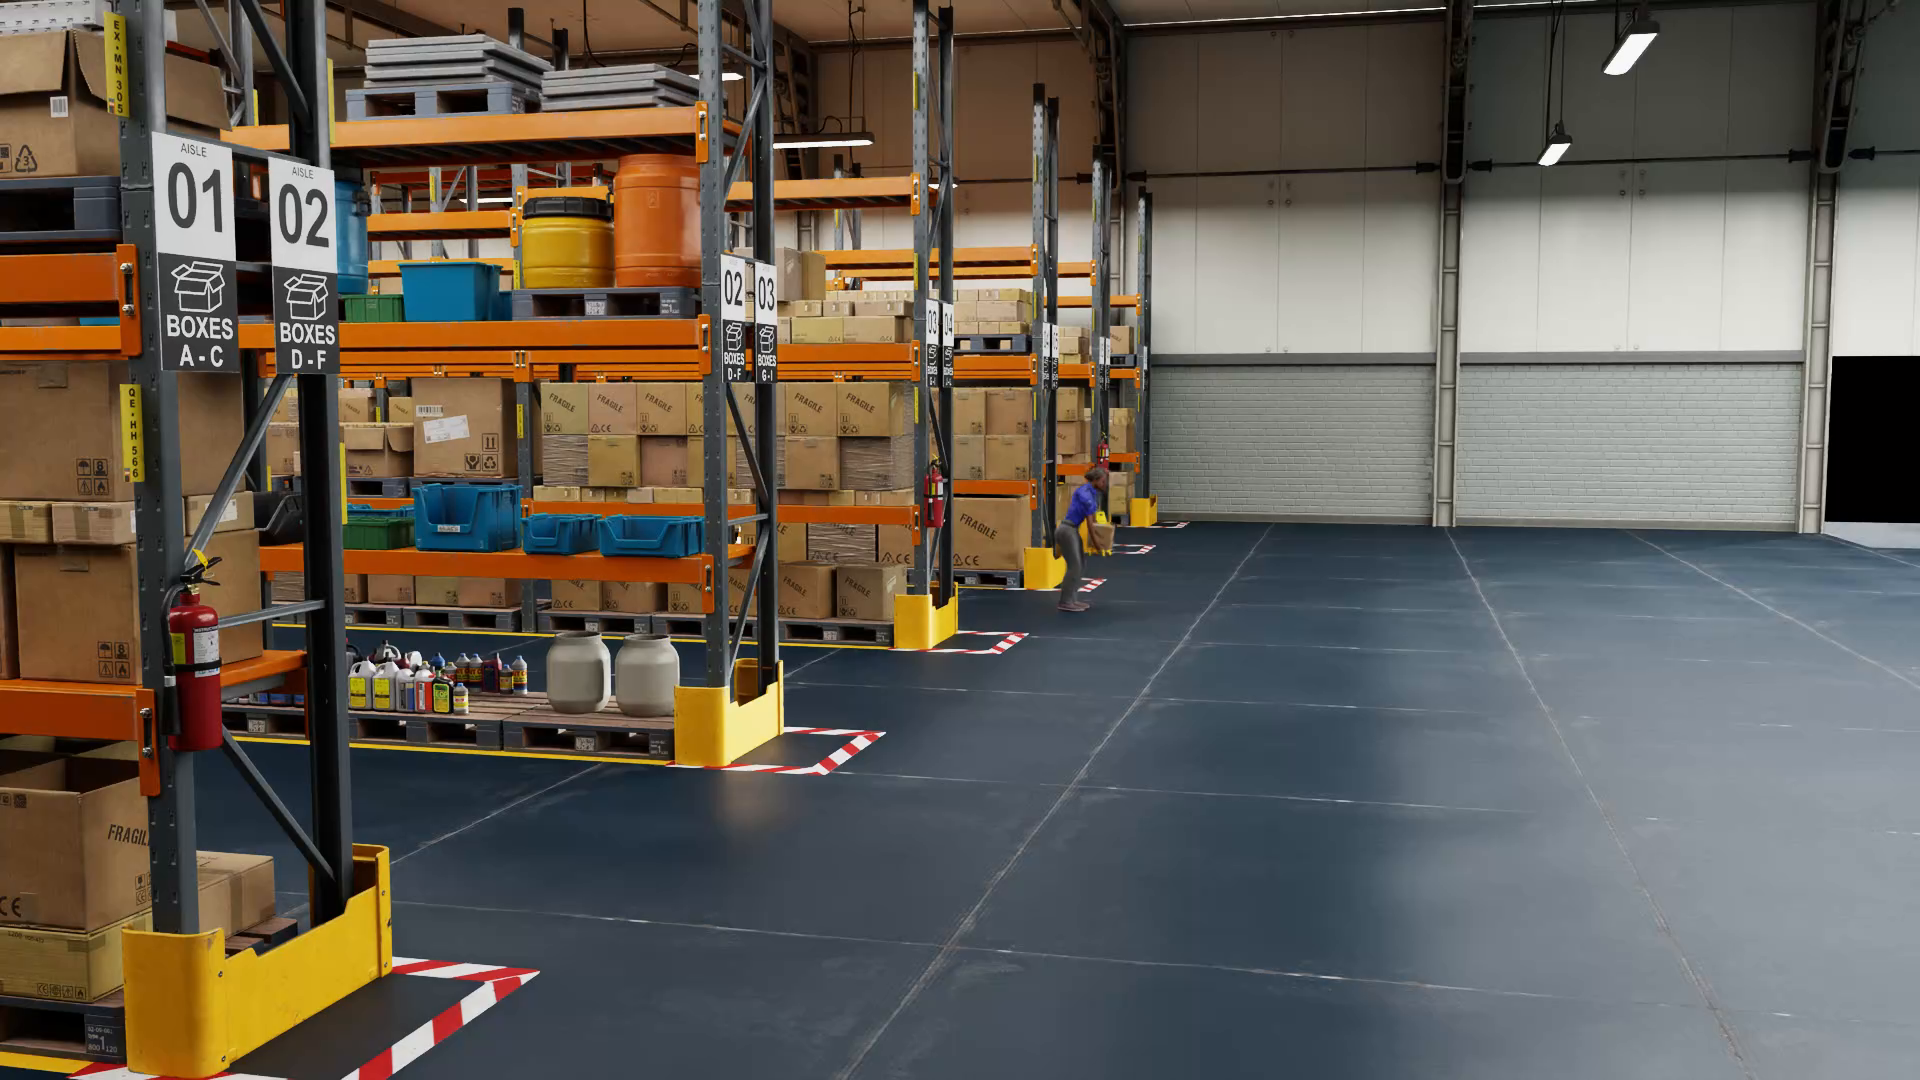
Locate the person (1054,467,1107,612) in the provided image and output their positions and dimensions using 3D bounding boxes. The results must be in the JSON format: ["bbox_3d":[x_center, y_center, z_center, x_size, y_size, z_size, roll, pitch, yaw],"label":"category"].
[{"bbox_3d":[1.321,-0.014,18.064,0.574,1.569,0.414,1,5,12],"label":"person"}]
